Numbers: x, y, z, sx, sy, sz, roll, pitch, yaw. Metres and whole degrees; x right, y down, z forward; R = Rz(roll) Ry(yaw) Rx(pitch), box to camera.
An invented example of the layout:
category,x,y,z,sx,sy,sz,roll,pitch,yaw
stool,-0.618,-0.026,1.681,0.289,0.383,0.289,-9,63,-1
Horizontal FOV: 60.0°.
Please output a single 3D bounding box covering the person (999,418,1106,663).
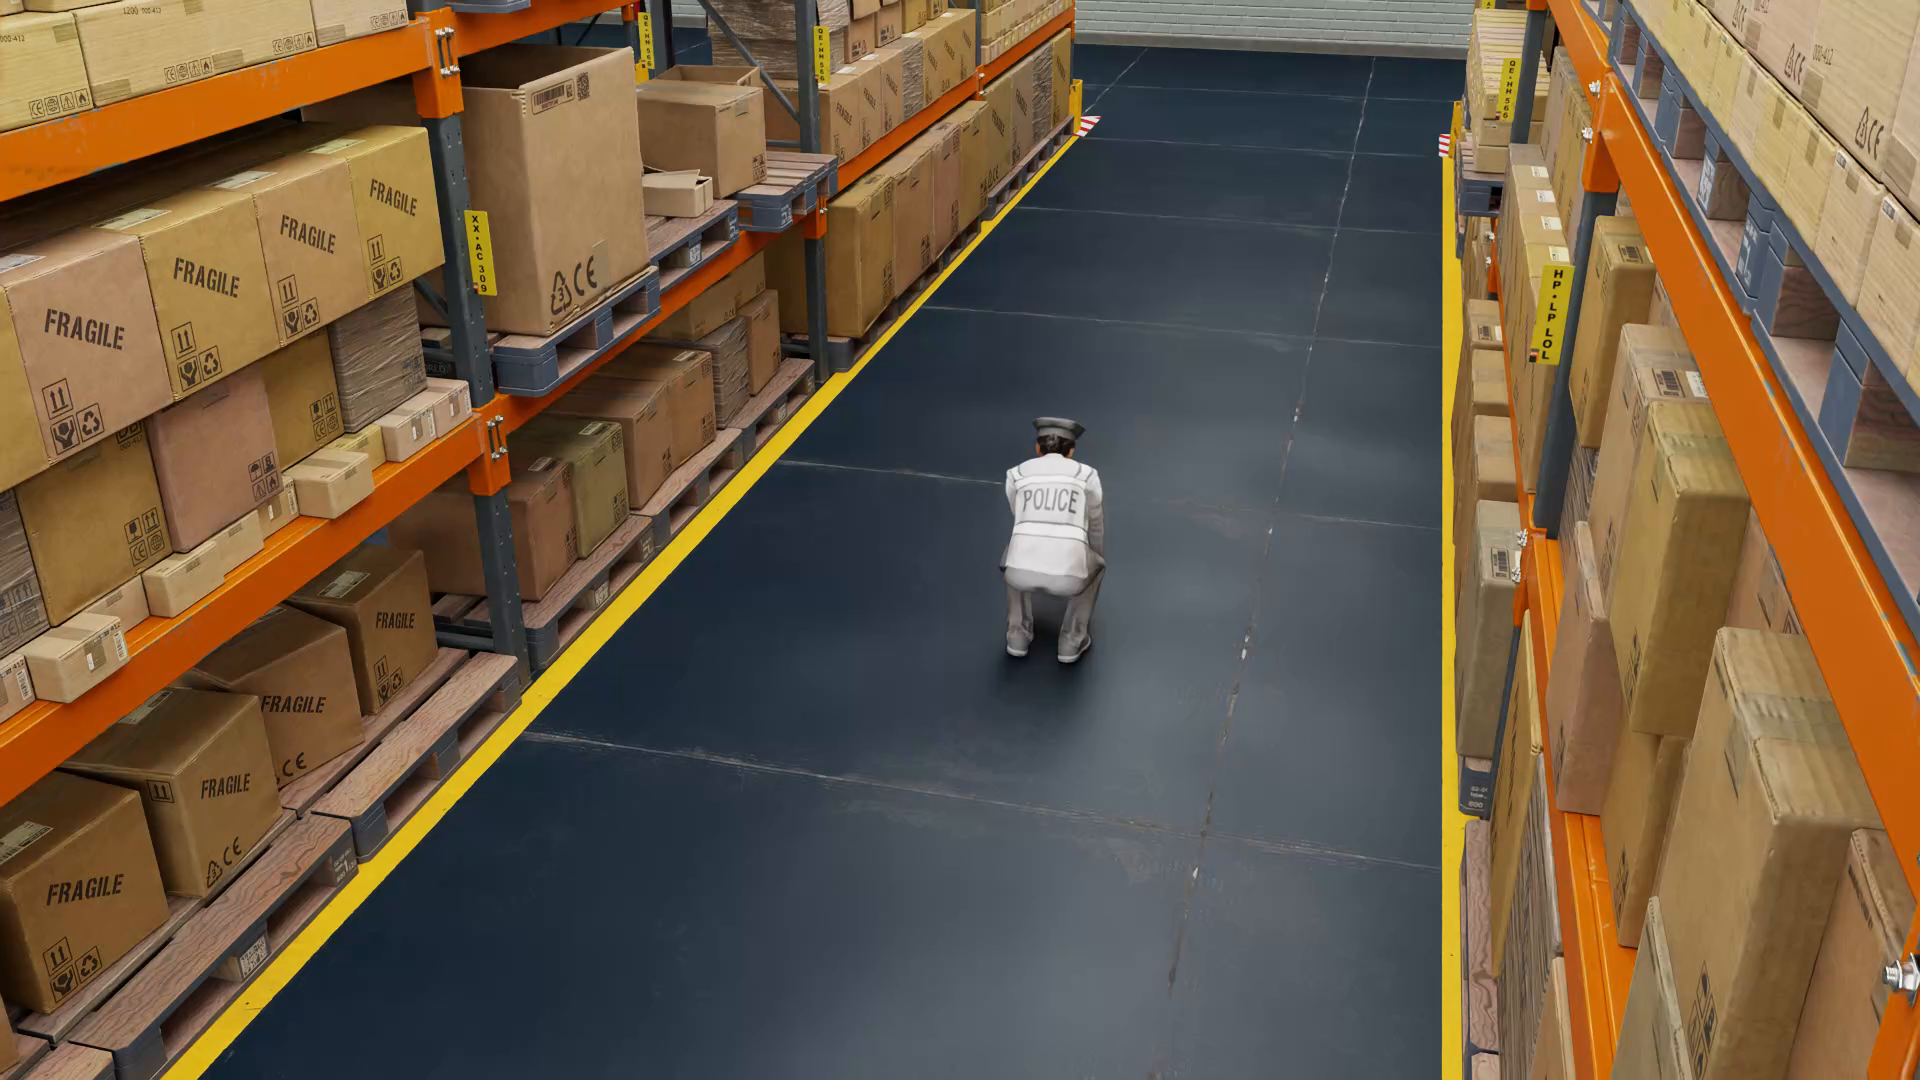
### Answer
category,x,y,z,sx,sy,sz,roll,pitch,yaw
person,0.417,-0.010,7.443,0.464,0.980,0.851,6,26,12
